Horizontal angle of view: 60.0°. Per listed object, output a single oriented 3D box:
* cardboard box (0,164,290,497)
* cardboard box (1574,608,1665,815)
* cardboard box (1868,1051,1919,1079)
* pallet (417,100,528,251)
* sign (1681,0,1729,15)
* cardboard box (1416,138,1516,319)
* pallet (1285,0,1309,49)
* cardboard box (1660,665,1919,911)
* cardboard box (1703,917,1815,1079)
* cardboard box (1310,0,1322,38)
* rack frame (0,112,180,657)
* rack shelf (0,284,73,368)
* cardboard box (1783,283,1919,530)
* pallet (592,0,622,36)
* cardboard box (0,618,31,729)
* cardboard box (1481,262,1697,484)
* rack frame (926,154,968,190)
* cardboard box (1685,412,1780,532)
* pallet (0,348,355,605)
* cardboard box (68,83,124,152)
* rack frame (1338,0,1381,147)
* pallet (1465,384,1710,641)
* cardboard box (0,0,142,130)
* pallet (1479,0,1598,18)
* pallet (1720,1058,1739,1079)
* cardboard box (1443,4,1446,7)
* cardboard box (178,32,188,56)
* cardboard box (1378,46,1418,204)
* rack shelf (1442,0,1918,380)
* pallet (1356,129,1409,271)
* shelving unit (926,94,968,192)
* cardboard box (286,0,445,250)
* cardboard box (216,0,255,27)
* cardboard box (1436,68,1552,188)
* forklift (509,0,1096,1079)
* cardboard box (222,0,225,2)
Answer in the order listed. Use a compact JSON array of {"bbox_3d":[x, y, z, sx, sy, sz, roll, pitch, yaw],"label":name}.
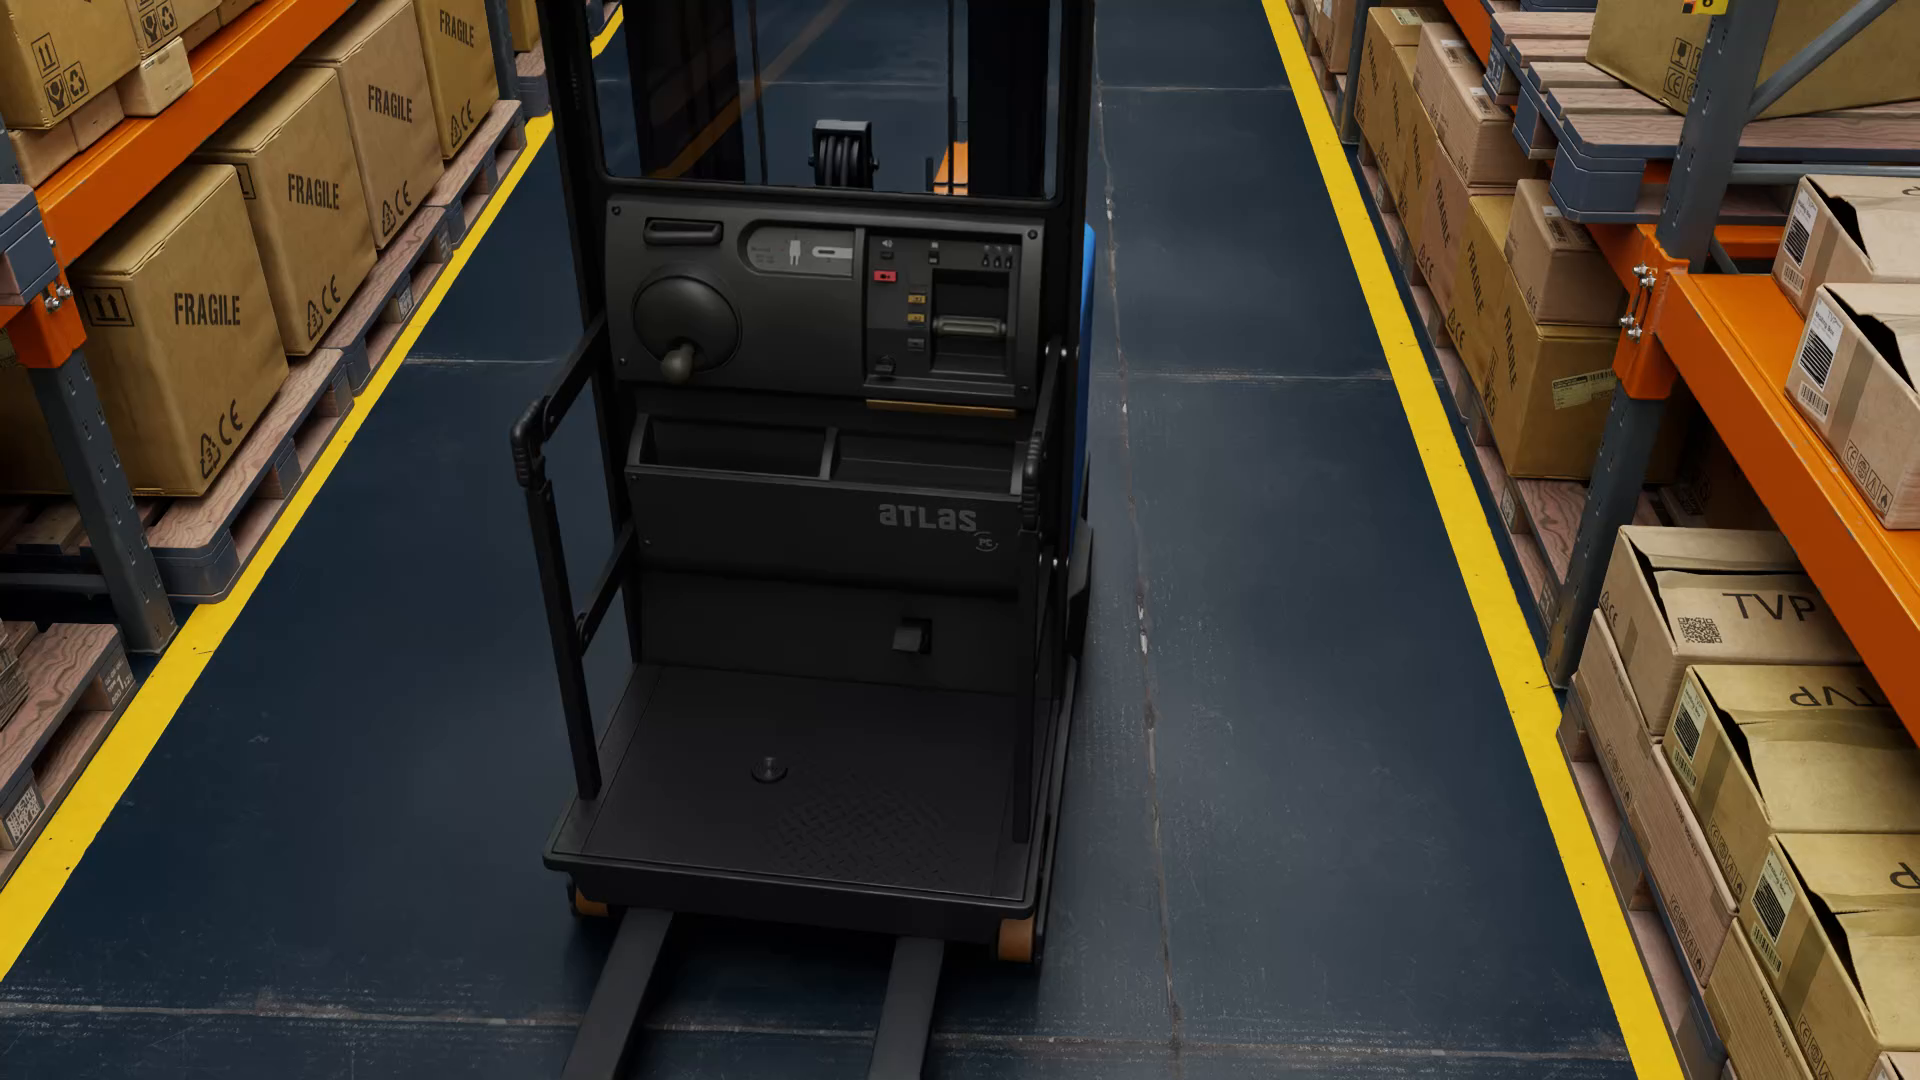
[{"bbox_3d":[-2.629,-0.651,5.072,0.750,0.750,0.750,1,35,1],"label":"cardboard box"},{"bbox_3d":[1.845,0.420,4.070,0.500,0.250,0.500,1,35,2],"label":"cardboard box"},{"bbox_3d":[1.790,1.081,2.642,0.500,0.311,0.500,1,35,1],"label":"cardboard box"},{"bbox_3d":[-2.585,-1.652,7.417,1.003,0.211,1.213,1,35,2],"label":"pallet"},{"bbox_3d":[1.617,-1.276,3.518,0.100,0.325,0.005,1,35,2],"label":"sign"},{"bbox_3d":[1.999,-1.126,6.035,0.500,0.500,0.500,0,35,0],"label":"cardboard box"},{"bbox_3d":[2.395,-3.082,9.451,1.003,0.211,1.213,1,35,2],"label":"pallet"},{"bbox_3d":[1.833,0.493,3.479,0.500,0.311,0.500,1,35,1],"label":"cardboard box"},{"bbox_3d":[1.811,1.008,3.234,0.500,0.250,0.500,0,35,1],"label":"cardboard box"},{"bbox_3d":[2.015,-2.690,8.565,0.380,0.149,0.250,1,35,2],"label":"cardboard box"},{"bbox_3d":[-2.790,-0.939,3.978,1.000,3.000,0.127,1,35,2],"label":"rack frame"},{"bbox_3d":[-2.870,0.504,2.550,1.077,0.370,4.000,1,35,2],"label":"rack shelf"},{"bbox_3d":[1.930,-0.281,3.119,0.500,0.311,0.500,1,35,1],"label":"cardboard box"},{"bbox_3d":[-2.474,-3.235,9.669,1.003,0.211,1.213,1,35,2],"label":"pallet"},{"bbox_3d":[-2.767,0.318,3.980,0.700,0.500,0.500,2,35,3],"label":"cardboard box"},{"bbox_3d":[1.963,-0.527,5.183,0.500,0.500,0.500,3,35,4],"label":"cardboard box"},{"bbox_3d":[0.023,-0.592,5.049,0.240,1.200,0.015,5,35,6],"label":"rack frame"},{"bbox_3d":[2.464,-0.239,4.773,0.500,0.500,0.500,3,35,4],"label":"cardboard box"},{"bbox_3d":[-2.683,-0.250,5.422,1.003,0.211,1.213,1,35,2],"label":"pallet"},{"bbox_3d":[-2.527,-1.173,4.512,0.380,0.149,0.250,2,35,3],"label":"cardboard box"},{"bbox_3d":[2.320,-3.125,7.088,1.000,3.000,0.127,1,35,2],"label":"rack frame"},{"bbox_3d":[2.228,-0.114,5.229,1.003,0.211,1.213,1,35,2],"label":"pallet"},{"bbox_3d":[-2.515,-1.383,4.247,0.500,0.500,0.500,2,35,3],"label":"cardboard box"},{"bbox_3d":[2.233,-1.866,5.463,1.003,0.211,1.213,1,35,2],"label":"pallet"},{"bbox_3d":[2.036,1.485,2.954,1.003,0.211,1.213,1,35,2],"label":"pallet"},{"bbox_3d":[2.553,-2.441,8.071,0.500,0.311,0.500,1,35,2],"label":"cardboard box"},{"bbox_3d":[-2.544,-1.471,4.936,0.380,0.149,0.250,1,35,1],"label":"cardboard box"},{"bbox_3d":[2.047,-1.704,6.857,0.500,0.500,0.500,2,35,3],"label":"cardboard box"},{"bbox_3d":[2.240,-1.682,5.660,1.077,0.370,4.000,1,35,2],"label":"rack shelf"},{"bbox_3d":[2.326,-1.516,7.224,1.003,0.211,1.213,1,35,2],"label":"pallet"},{"bbox_3d":[0.057,-0.731,5.247,0.258,1.200,0.503,5,35,6],"label":"shelving unit"},{"bbox_3d":[-2.558,-1.643,6.483,0.750,0.750,0.750,2,35,3],"label":"cardboard box"},{"bbox_3d":[-2.522,-1.769,5.359,0.380,0.149,0.250,2,35,3],"label":"cardboard box"},{"bbox_3d":[1.998,-1.454,5.850,0.500,0.250,0.500,1,35,1],"label":"cardboard box"},{"bbox_3d":[-0.318,-0.440,3.326,1.130,2.935,3.031,5,35,6],"label":"forklift"},{"bbox_3d":[-2.463,-1.969,5.080,0.500,0.500,0.500,1,35,2],"label":"cardboard box"}]
